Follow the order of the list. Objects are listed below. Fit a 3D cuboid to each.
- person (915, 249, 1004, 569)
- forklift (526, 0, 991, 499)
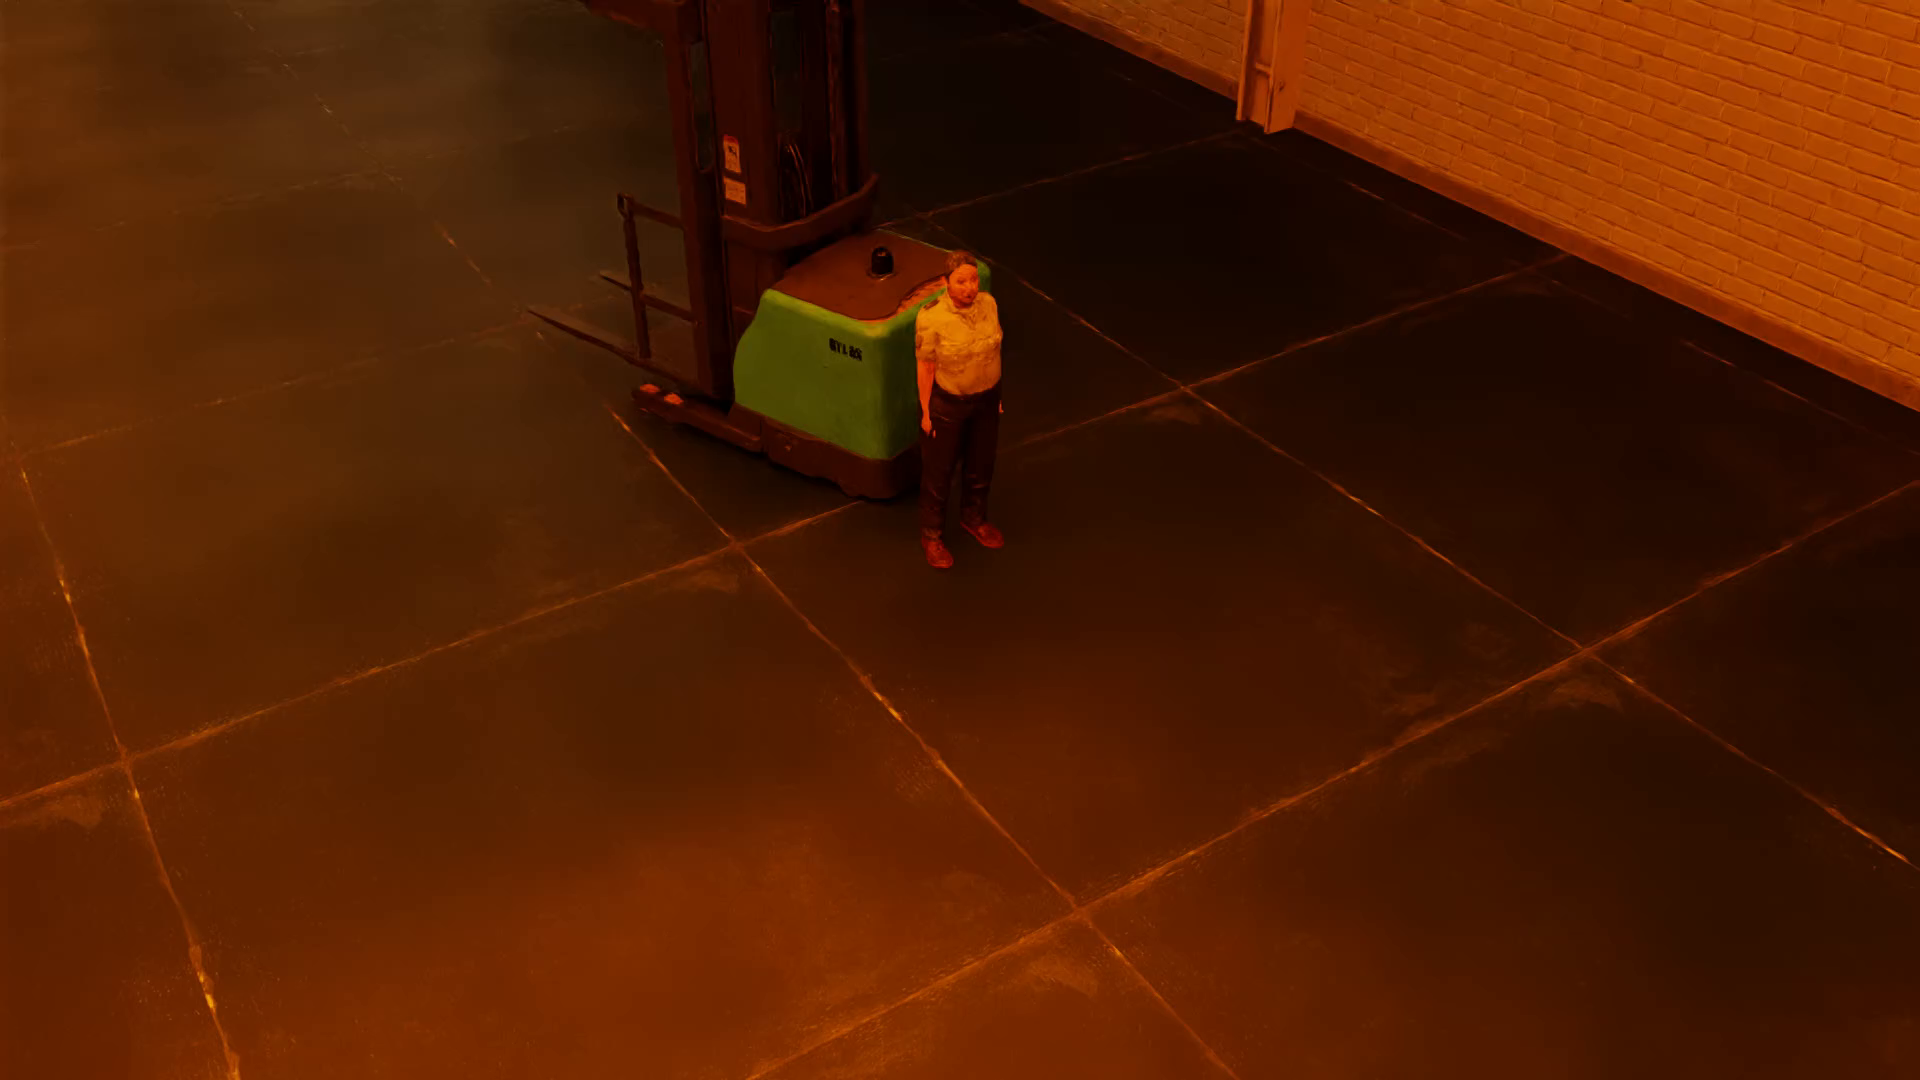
[{"bbox_3d":[0.002,-0.657,8.214,0.480,1.639,0.349,-21,40,-27],"label":"person"},{"bbox_3d":[-1.302,-2.099,9.135,3.031,2.935,1.130,23,41,29],"label":"forklift"}]
